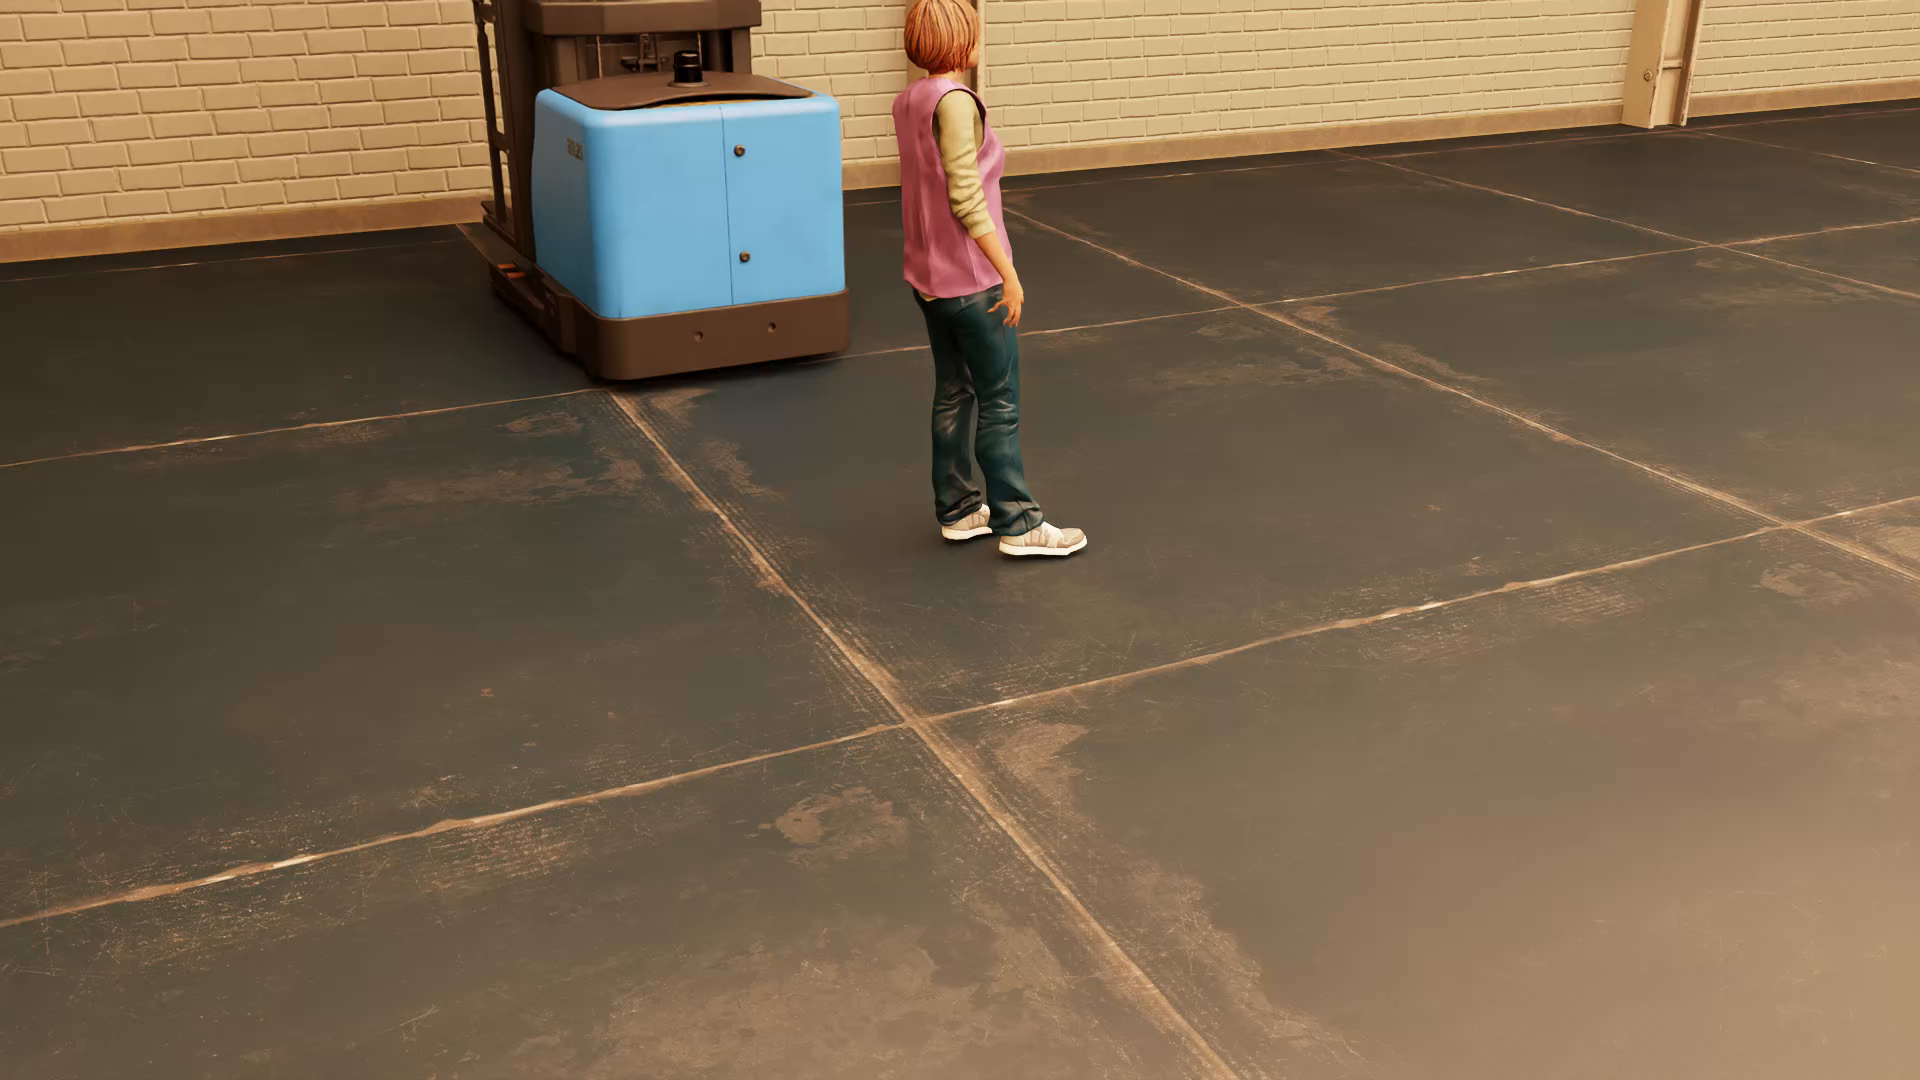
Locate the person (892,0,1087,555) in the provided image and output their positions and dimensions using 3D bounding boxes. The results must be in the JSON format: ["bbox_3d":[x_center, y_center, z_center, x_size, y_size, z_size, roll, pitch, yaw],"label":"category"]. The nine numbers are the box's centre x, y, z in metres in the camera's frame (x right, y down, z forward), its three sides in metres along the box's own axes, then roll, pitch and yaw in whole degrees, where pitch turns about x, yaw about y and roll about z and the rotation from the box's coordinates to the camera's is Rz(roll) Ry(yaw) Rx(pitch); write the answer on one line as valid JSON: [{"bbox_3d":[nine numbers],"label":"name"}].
[{"bbox_3d":[0.073,-0.751,4.815,0.476,1.596,0.520,-10,25,-23],"label":"person"}]

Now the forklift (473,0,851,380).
[{"bbox_3d":[-1.567,-2.496,7.294,1.130,2.935,3.031,-11,25,-25],"label":"forklift"}]
